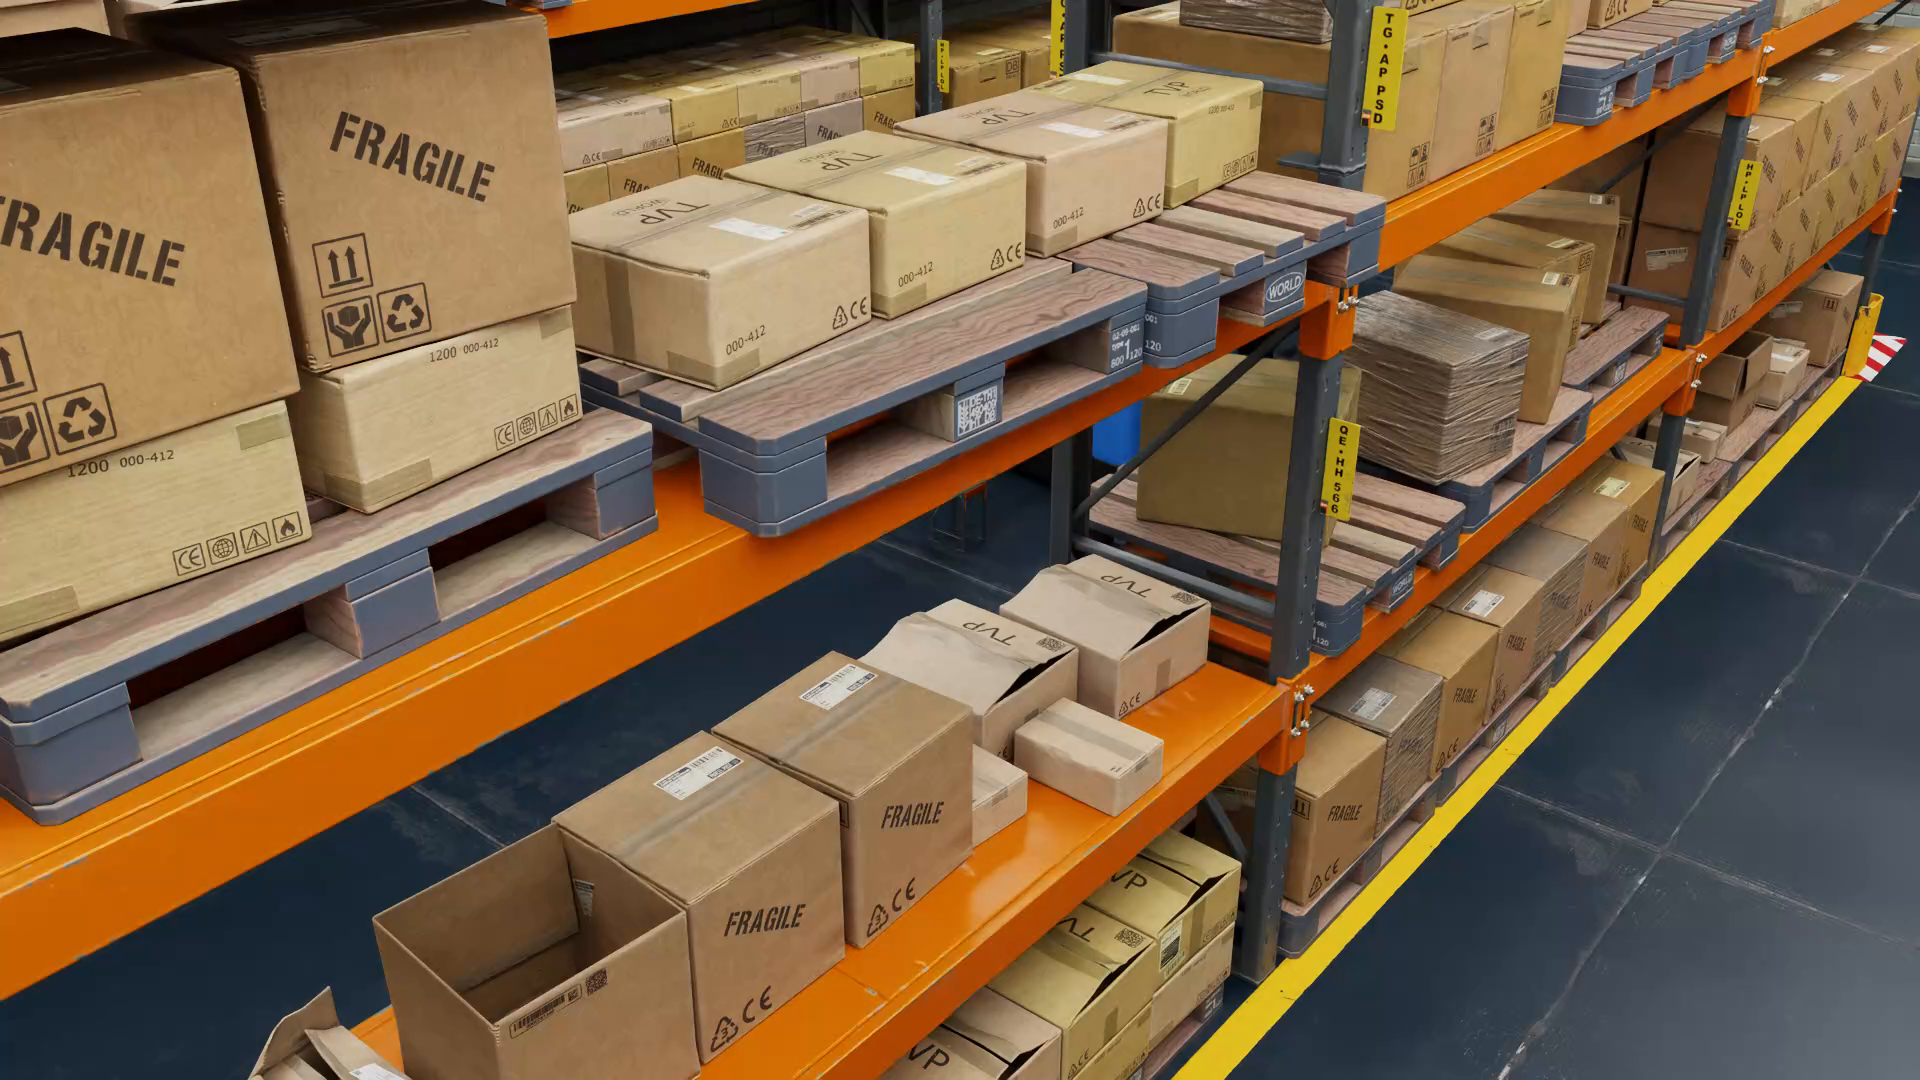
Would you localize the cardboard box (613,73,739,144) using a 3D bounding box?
[{"bbox_3d":[-1.617,-2.465,9.481,0.500,0.250,0.500,20,33,33],"label":"cardboard box"}]

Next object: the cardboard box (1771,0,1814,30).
[{"bbox_3d":[3.789,-2.647,8.001,0.500,0.250,0.500,21,34,34],"label":"cardboard box"}]

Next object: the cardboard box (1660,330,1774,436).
[{"bbox_3d":[4.480,-1.035,10.225,0.797,0.503,0.637,21,34,34],"label":"cardboard box"}]

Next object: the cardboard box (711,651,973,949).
[{"bbox_3d":[-0.310,0.692,4.538,0.500,0.500,0.500,19,33,32],"label":"cardboard box"}]

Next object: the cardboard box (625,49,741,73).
[{"bbox_3d":[-1.673,-2.792,10.113,0.500,0.250,0.500,19,33,33],"label":"cardboard box"}]

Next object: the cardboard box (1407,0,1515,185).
[{"bbox_3d":[1.320,-1.585,5.676,0.910,0.500,0.500,21,34,34],"label":"cardboard box"}]

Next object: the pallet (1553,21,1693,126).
[{"bbox_3d":[2.162,-1.951,6.696,1.213,0.211,1.003,21,34,34],"label":"pallet"}]

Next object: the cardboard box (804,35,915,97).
[{"bbox_3d":[-0.636,-3.006,10.525,0.500,0.250,0.500,22,34,36],"label":"cardboard box"}]

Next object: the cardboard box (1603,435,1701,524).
[{"bbox_3d":[3.722,-0.368,9.144,0.500,0.311,0.500,21,34,34],"label":"cardboard box"}]

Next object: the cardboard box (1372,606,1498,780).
[{"bbox_3d":[1.906,0.610,7.047,0.500,0.500,0.500,20,34,34],"label":"cardboard box"}]

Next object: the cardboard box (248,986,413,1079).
[{"bbox_3d":[-1.383,1.250,3.716,0.396,0.266,0.258,20,33,33],"label":"cardboard box"}]

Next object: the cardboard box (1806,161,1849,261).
[{"bbox_3d":[4.788,-1.966,9.678,0.500,0.500,0.500,20,34,34],"label":"cardboard box"}]

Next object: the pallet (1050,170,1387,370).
[{"bbox_3d":[0.382,-0.845,4.559,1.213,0.211,1.003,23,35,37],"label":"pallet"}]

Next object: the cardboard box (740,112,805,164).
[{"bbox_3d":[-1.278,-2.316,10.008,0.500,0.500,0.500,21,34,34],"label":"cardboard box"}]

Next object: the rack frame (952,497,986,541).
[{"bbox_3d":[0.049,-0.560,9.027,0.240,1.200,0.006,21,34,34],"label":"rack frame"}]

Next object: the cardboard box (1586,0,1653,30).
[{"bbox_3d":[2.504,-2.488,6.856,0.600,0.600,0.600,20,34,34],"label":"cardboard box"}]

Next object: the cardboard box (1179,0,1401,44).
[{"bbox_3d":[1.027,-1.836,5.074,0.500,0.500,0.500,21,34,34],"label":"cardboard box"}]

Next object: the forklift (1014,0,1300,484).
[{"bbox_3d":[1.620,-2.070,10.061,1.130,2.935,3.031,23,35,37],"label":"forklift"}]

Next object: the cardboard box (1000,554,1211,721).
[{"bbox_3d":[0.479,0.293,5.516,0.500,0.311,0.500,23,35,37],"label":"cardboard box"}]

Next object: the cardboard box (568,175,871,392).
[{"bbox_3d":[-0.537,-0.557,3.504,0.500,0.250,0.500,18,32,30],"label":"cardboard box"}]

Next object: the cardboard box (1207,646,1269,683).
[{"bbox_3d":[1.191,0.297,6.836,0.500,0.250,0.500,22,35,36],"label":"cardboard box"}]

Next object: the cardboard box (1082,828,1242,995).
[{"bbox_3d":[0.601,1.180,5.629,0.500,0.311,0.500,22,34,36],"label":"cardboard box"}]

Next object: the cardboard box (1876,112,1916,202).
[{"bbox_3d":[5.758,-2.505,10.720,0.500,0.500,0.500,22,35,36],"label":"cardboard box"}]

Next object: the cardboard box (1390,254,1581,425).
[{"bbox_3d":[2.212,-0.868,7.097,0.700,0.500,0.500,12,30,22],"label":"cardboard box"}]

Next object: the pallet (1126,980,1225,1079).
[{"bbox_3d":[0.190,1.656,5.819,1.003,0.211,1.213,21,34,34],"label":"pallet"}]

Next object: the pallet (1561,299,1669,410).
[{"bbox_3d":[2.696,-0.944,8.020,1.003,0.211,1.213,21,34,34],"label":"pallet"}]

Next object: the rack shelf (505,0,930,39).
[{"bbox_3d":[-1.808,-3.031,9.363,1.077,0.370,4.000,21,34,34],"label":"rack shelf"}]

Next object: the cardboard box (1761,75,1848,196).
[{"bbox_3d":[4.460,-2.220,9.079,0.500,0.500,0.500,20,33,33],"label":"cardboard box"}]

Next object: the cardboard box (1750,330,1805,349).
[{"bbox_3d":[5.350,-1.254,11.015,0.380,0.166,0.250,21,34,34],"label":"cardboard box"}]

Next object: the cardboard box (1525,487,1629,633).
[{"bbox_3d":[2.875,0.065,8.101,0.500,0.500,0.500,21,34,35],"label":"cardboard box"}]

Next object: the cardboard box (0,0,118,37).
[{"bbox_3d":[-3.977,-2.264,6.963,0.637,0.503,0.797,-23,35,-37],"label":"cardboard box"}]

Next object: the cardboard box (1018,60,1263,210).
[{"bbox_3d":[0.499,-1.138,4.626,0.500,0.250,0.500,18,32,31],"label":"cardboard box"}]

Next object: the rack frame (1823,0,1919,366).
[{"bbox_3d":[5.833,-2.699,11.203,1.000,3.000,0.127,21,34,34],"label":"rack frame"}]

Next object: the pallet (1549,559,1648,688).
[{"bbox_3d":[2.800,0.257,8.524,1.003,0.211,1.213,21,34,34],"label":"pallet"}]

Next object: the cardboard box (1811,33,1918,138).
[{"bbox_3d":[5.441,-2.770,10.143,0.500,0.500,0.500,22,34,36],"label":"cardboard box"}]

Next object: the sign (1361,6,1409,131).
[{"bbox_3d":[1.167,-1.295,4.575,0.100,0.325,0.005,21,34,34],"label":"sign"}]

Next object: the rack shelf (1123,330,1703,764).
[{"bbox_3d":[2.016,-0.252,7.256,1.077,0.370,4.000,21,34,34],"label":"rack shelf"}]

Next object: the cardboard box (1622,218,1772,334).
[{"bbox_3d":[3.823,-1.427,8.634,0.500,0.500,0.500,22,34,36],"label":"cardboard box"}]

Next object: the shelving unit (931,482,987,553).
[{"bbox_3d":[-0.009,-0.528,8.964,0.258,1.200,0.189,21,34,34],"label":"shelving unit"}]

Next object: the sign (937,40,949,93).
[{"bbox_3d":[-0.111,-3.051,10.710,0.100,0.325,0.005,21,34,34],"label":"sign"}]

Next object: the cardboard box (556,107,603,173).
[{"bbox_3d":[-2.252,-2.104,8.782,0.500,0.250,0.500,20,34,34],"label":"cardboard box"}]

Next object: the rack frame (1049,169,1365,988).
[{"bbox_3d":[0.744,0.137,5.720,1.000,3.000,0.127,21,34,34],"label":"rack frame"}]

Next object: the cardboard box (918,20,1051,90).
[{"bbox_3d":[0.290,-3.306,12.049,0.980,0.700,0.700,20,33,33],"label":"cardboard box"}]

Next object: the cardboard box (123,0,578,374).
[{"bbox_3d":[-1.033,-0.646,2.859,0.500,0.500,0.500,-25,36,-39],"label":"cardboard box"}]

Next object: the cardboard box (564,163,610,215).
[{"bbox_3d":[-2.234,-1.775,8.962,0.500,0.500,0.500,22,35,36],"label":"cardboard box"}]

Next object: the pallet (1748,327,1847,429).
[{"bbox_3d":[5.278,-1.151,11.245,1.003,0.211,1.213,21,34,34],"label":"pallet"}]
